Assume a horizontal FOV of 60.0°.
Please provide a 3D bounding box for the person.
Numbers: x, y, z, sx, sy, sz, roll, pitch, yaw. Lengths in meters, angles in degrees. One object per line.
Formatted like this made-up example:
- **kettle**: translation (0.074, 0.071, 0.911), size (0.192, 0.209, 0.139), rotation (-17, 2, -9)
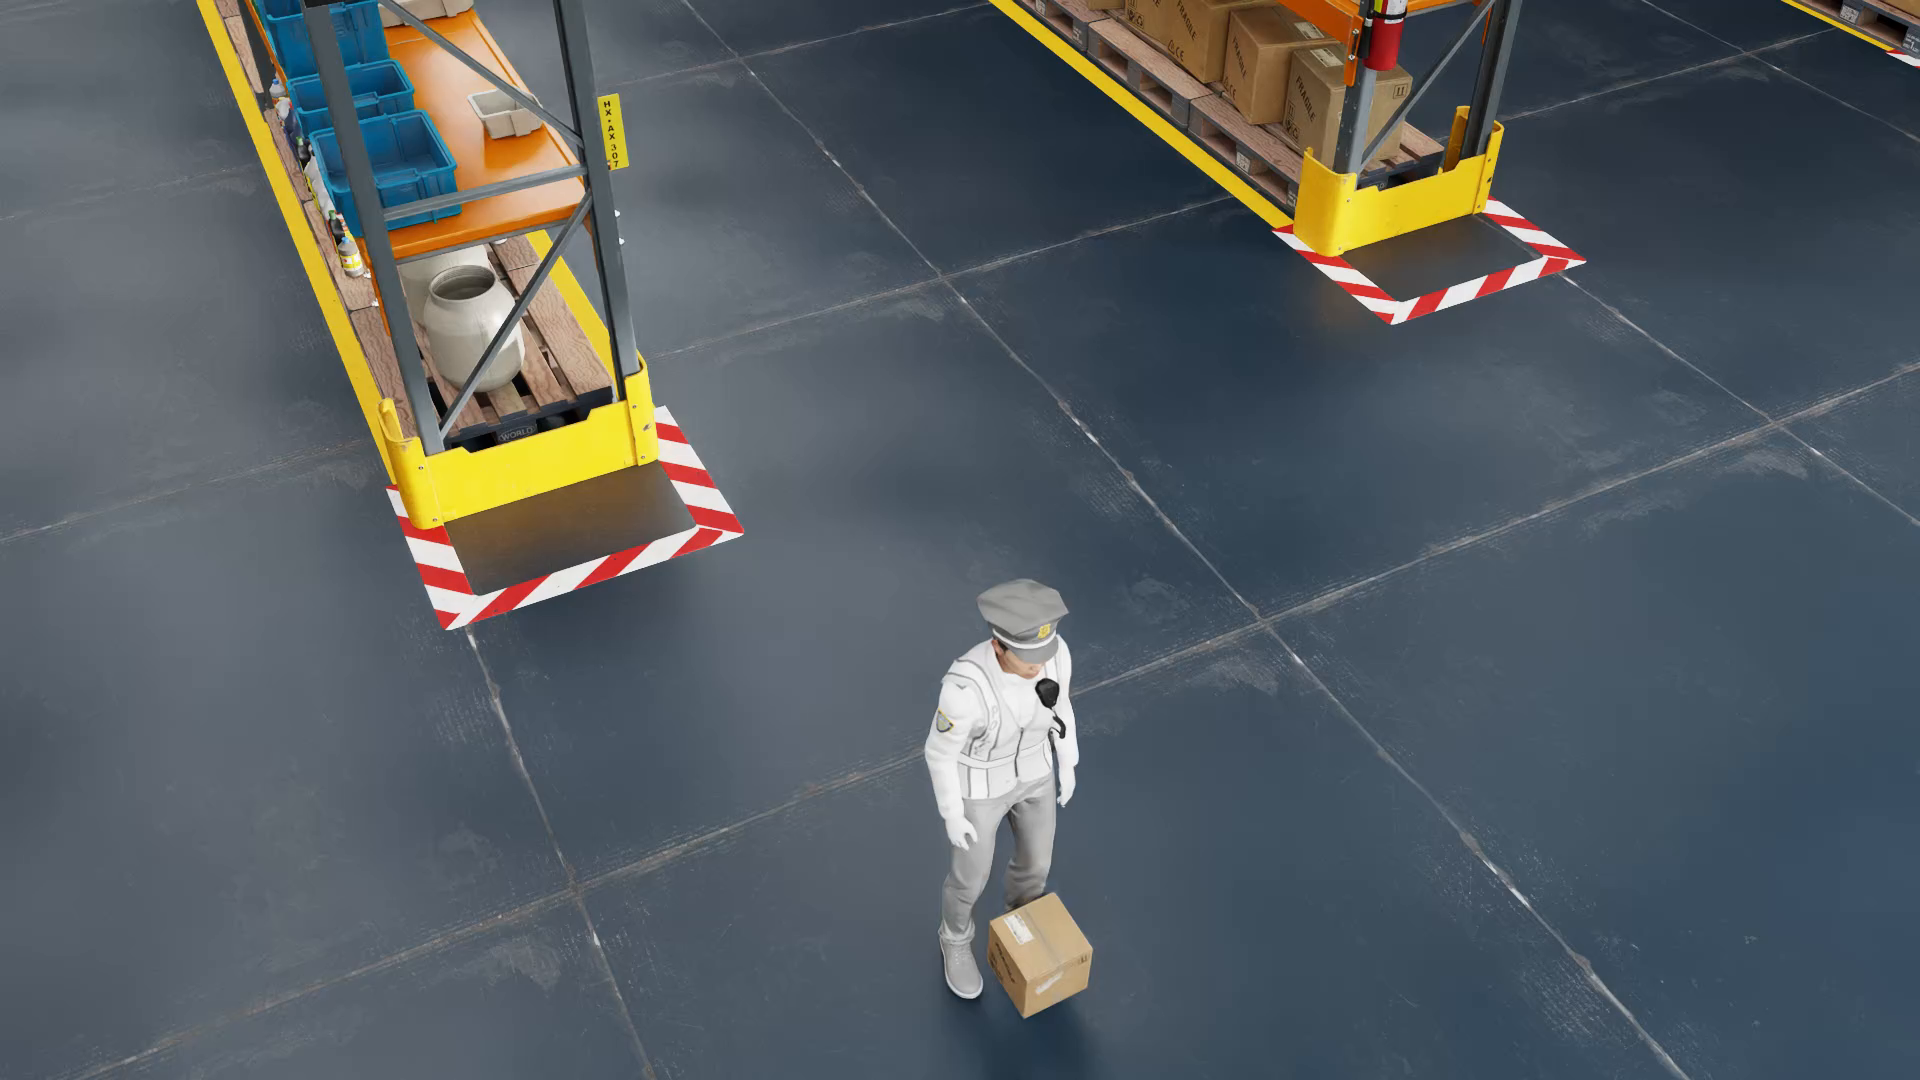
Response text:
- **person**: translation (0.152, 0.785, 5.267), size (0.513, 1.665, 0.412), rotation (-20, 45, -21)
